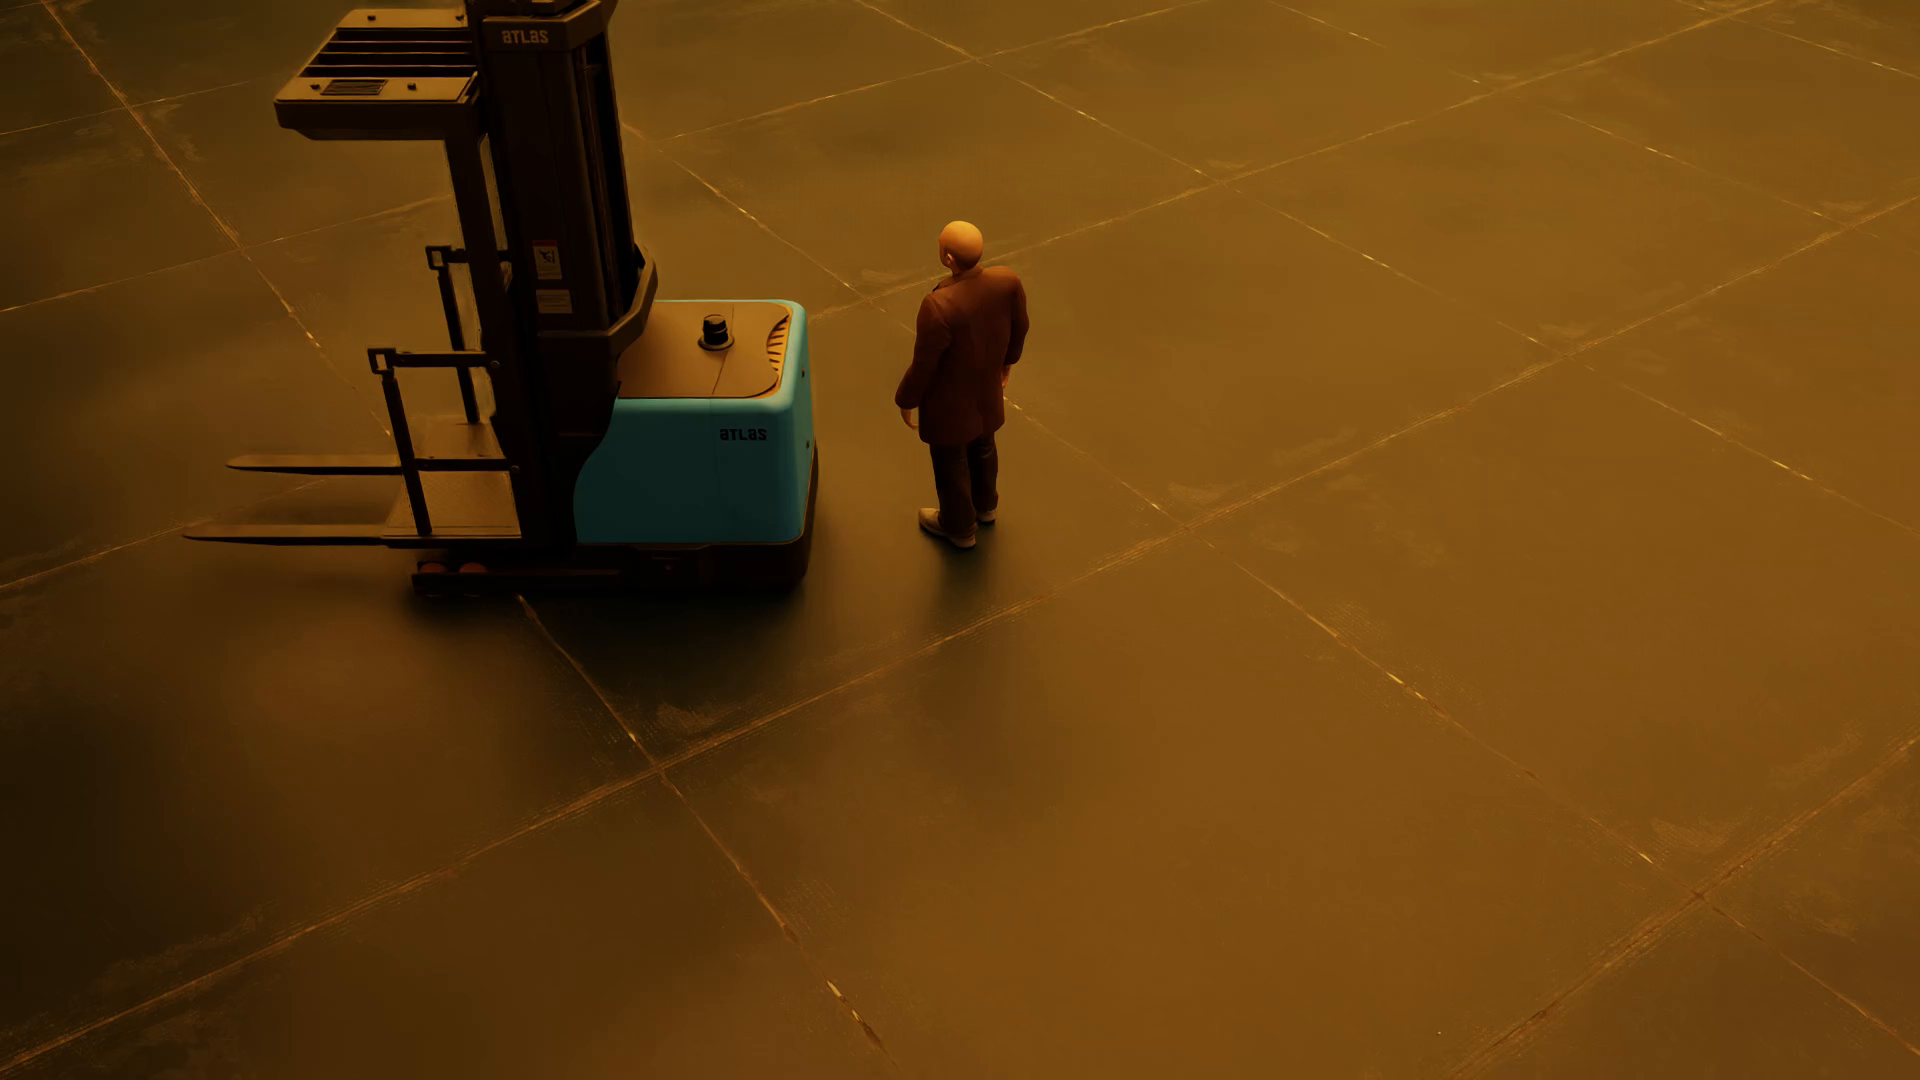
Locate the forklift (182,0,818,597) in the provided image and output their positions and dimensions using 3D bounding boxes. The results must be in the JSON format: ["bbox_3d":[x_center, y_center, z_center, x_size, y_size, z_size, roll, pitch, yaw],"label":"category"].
[{"bbox_3d":[-2.262,-1.219,7.593,3.031,2.935,1.130,0,36,0],"label":"forklift"}]

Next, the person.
[{"bbox_3d":[-0.048,-0.766,7.939,0.696,1.776,0.582,-23,42,-28],"label":"person"}]
